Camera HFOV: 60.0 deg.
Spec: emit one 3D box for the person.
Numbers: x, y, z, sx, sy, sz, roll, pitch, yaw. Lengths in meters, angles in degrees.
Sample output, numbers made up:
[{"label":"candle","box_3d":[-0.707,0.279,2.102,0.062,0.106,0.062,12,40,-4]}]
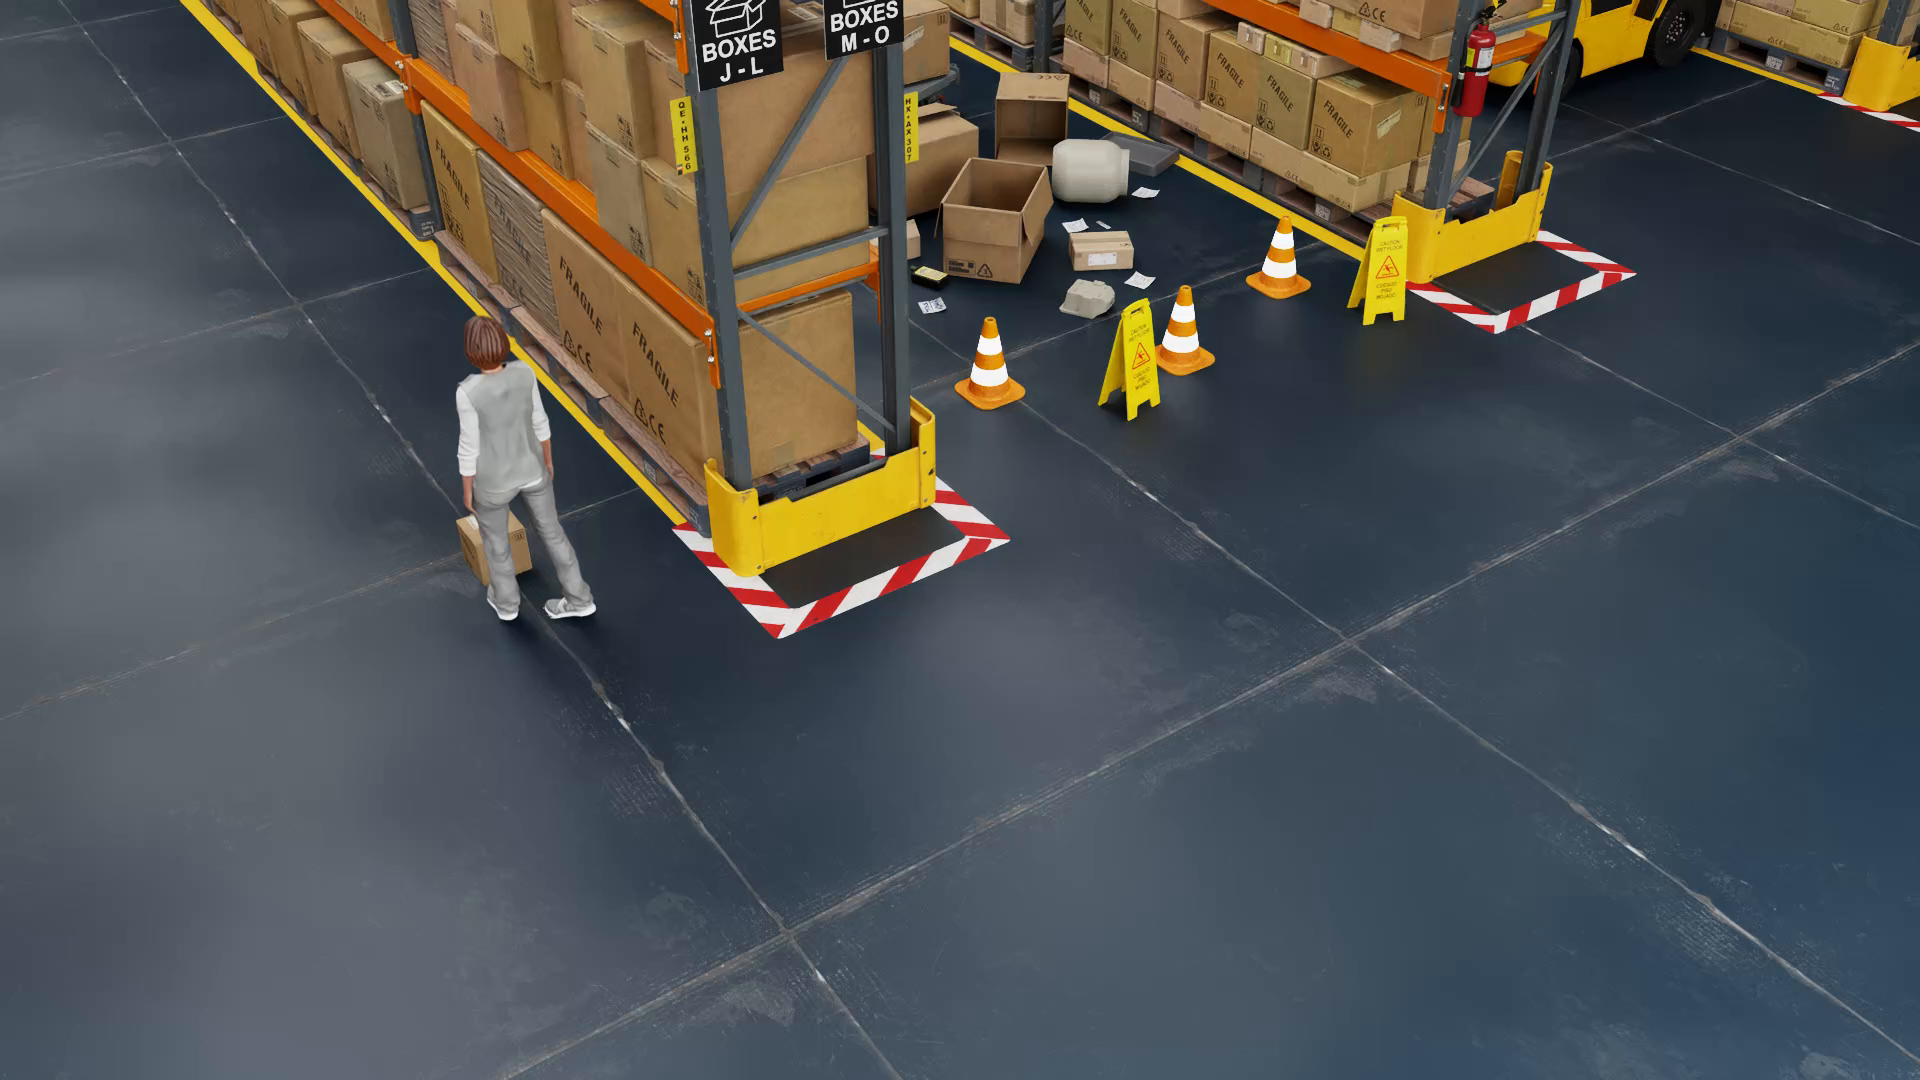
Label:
[{"label":"person","box_3d":[-2.022,-0.294,7.400,0.438,1.611,0.523,-28,45,-32]}]
